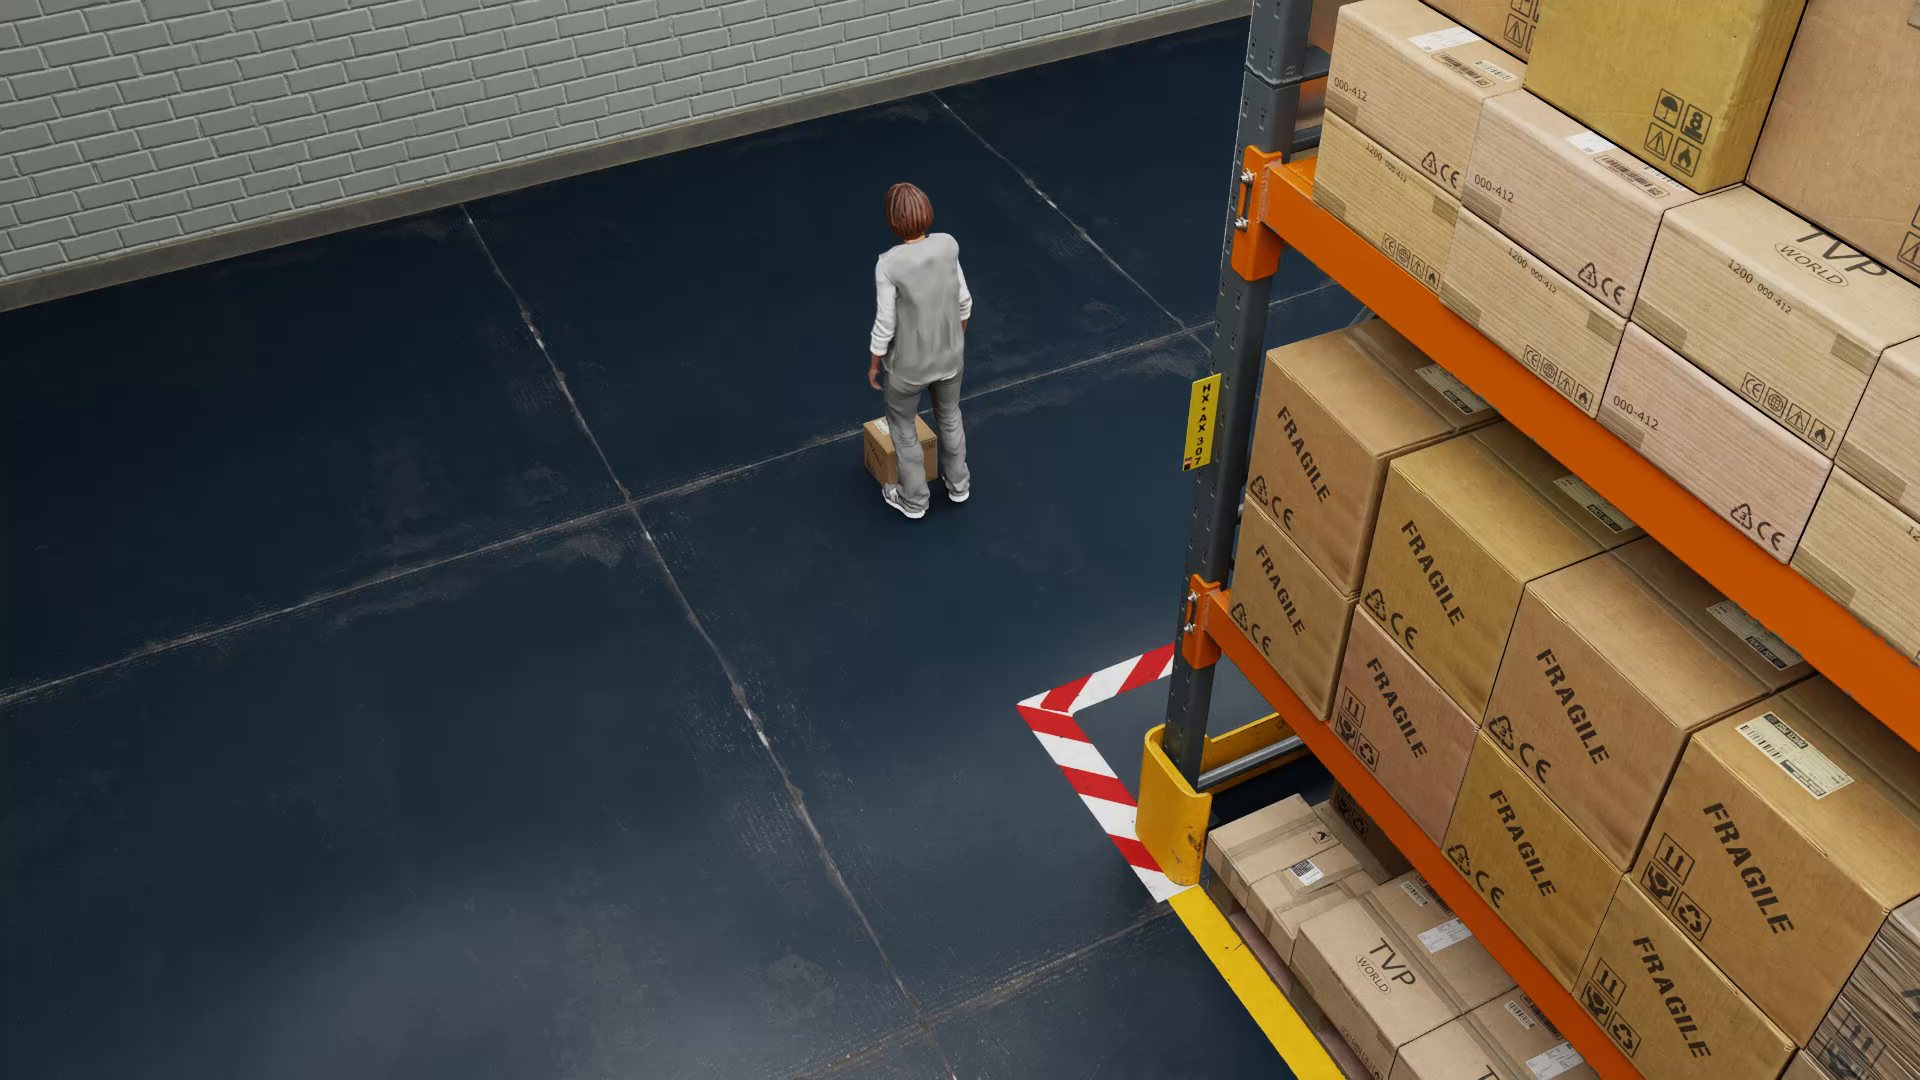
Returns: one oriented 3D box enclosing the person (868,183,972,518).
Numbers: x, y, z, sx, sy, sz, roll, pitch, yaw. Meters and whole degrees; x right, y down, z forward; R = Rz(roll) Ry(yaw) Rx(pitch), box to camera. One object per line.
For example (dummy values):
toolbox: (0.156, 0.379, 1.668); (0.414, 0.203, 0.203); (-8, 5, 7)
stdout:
person: (-0.161, -0.765, 7.029); (0.484, 1.582, 0.340); (-21, 46, -22)
